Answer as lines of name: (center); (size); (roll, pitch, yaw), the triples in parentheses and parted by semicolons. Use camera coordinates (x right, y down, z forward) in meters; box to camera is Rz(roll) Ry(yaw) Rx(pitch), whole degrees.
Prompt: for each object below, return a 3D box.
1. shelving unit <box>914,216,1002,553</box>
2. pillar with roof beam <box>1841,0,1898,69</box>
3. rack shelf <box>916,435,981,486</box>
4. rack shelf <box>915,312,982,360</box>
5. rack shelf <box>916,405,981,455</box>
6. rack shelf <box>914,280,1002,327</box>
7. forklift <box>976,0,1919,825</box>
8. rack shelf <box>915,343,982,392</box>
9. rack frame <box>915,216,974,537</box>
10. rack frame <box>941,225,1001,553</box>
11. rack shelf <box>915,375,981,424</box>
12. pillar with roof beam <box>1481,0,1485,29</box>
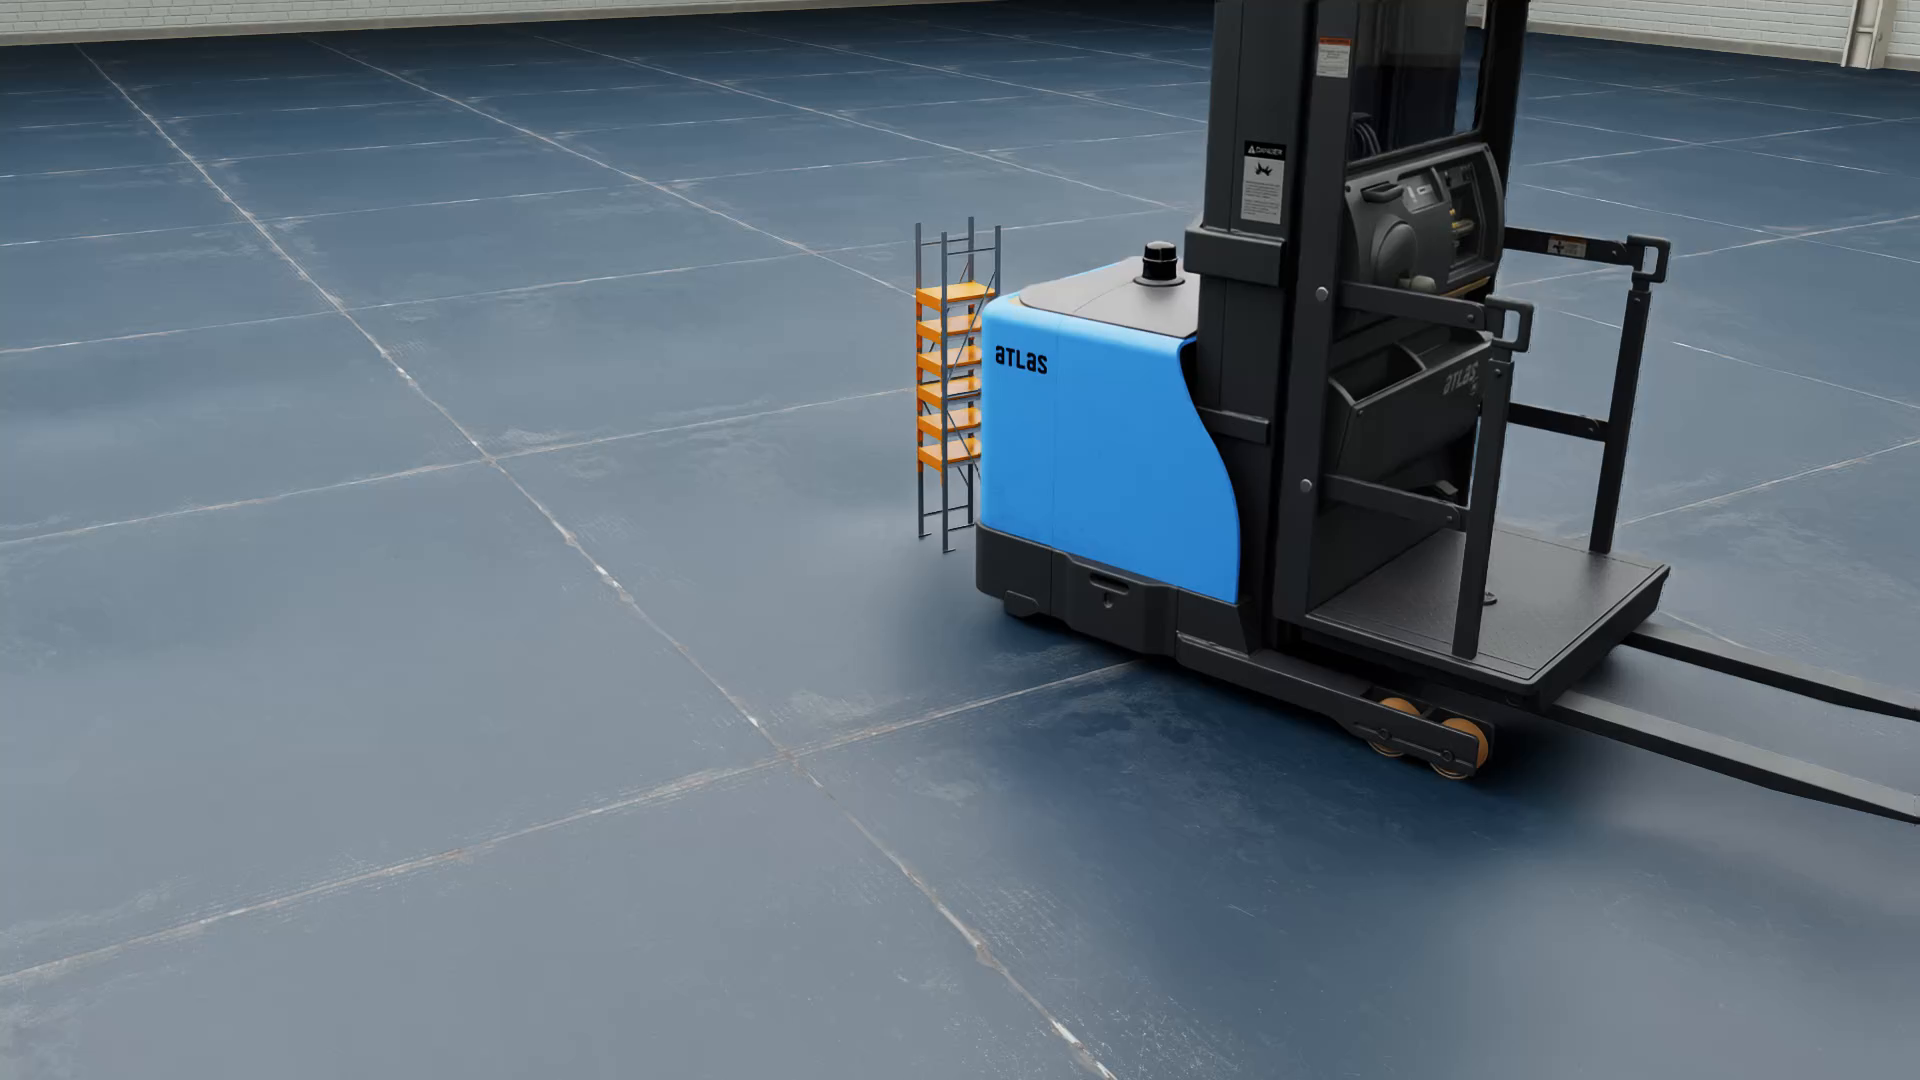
shelving unit: (-0.007, -0.561, 6.097); (0.258, 1.200, 0.189); (-13, 25, -28)
pillar with roof beam: (7.706, -9.320, 17.291); (9.100, 9.000, 0.400); (-13, 25, -28)
rack shelf: (-0.007, -0.297, 6.204); (0.258, 0.103, 0.180); (-13, 25, -28)
rack shelf: (-0.007, -0.742, 6.023); (0.258, 0.103, 0.180); (-13, 25, -28)
rack shelf: (-0.007, -0.408, 6.159); (0.258, 0.103, 0.180); (-13, 25, -28)
rack shelf: (-0.007, -0.853, 5.978); (0.258, 0.103, 0.180); (-13, 25, -28)
forklift: (1.504, -0.912, 4.662); (3.031, 2.935, 1.130); (18, 28, 37)
rack shelf: (-0.007, -0.631, 6.069); (0.258, 0.103, 0.180); (-13, 25, -28)
rack frame: (-0.054, -0.590, 6.170); (0.240, 1.200, 0.006); (-13, 25, -28)
rack frame: (0.039, -0.531, 6.024); (0.240, 1.200, 0.006); (-13, 25, -28)
rack shelf: (-0.007, -0.519, 6.114); (0.258, 0.103, 0.180); (-13, 25, -28)
pillar with roof beam: (4.642, -11.262, 22.069); (9.100, 9.000, 0.400); (-13, 25, -28)
